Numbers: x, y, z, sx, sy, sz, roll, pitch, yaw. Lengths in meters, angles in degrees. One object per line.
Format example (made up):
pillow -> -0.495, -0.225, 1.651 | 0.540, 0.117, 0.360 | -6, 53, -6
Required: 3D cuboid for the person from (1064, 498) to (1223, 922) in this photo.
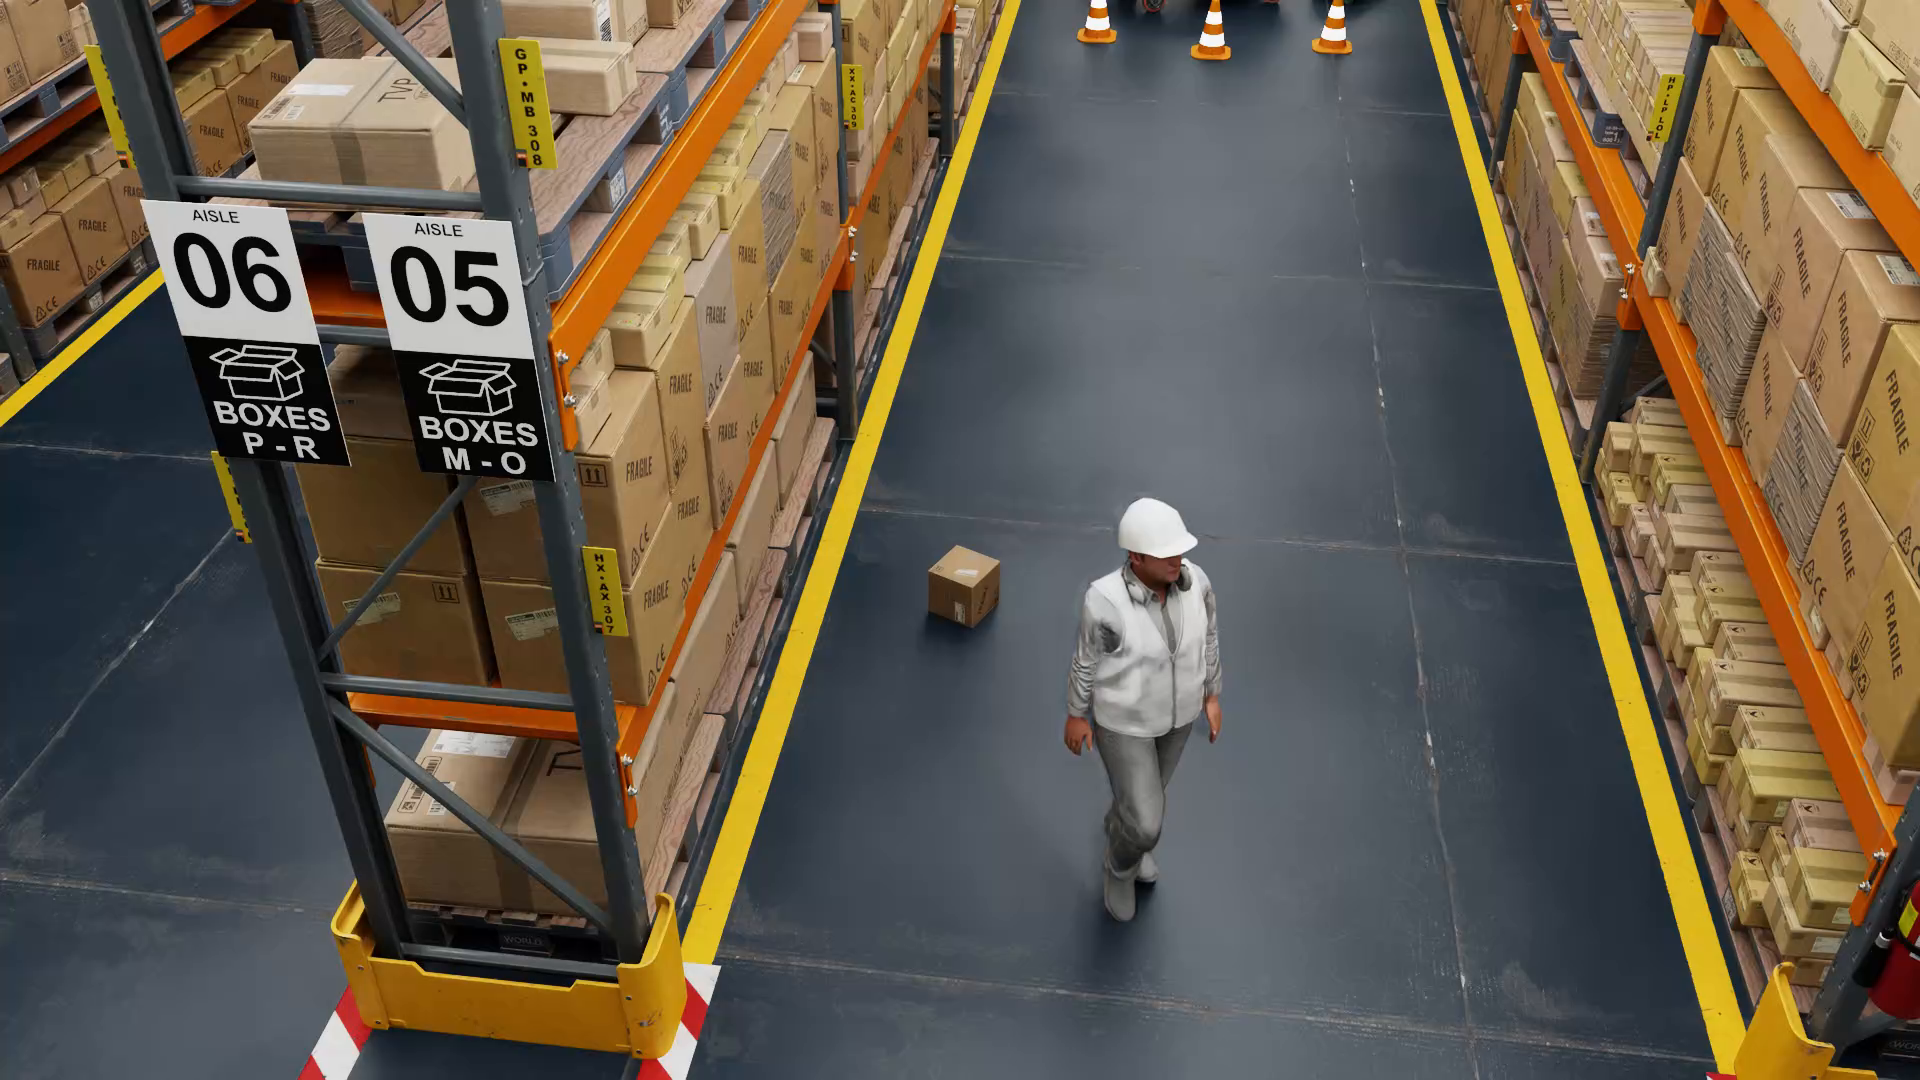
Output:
person -> 0.707, 0.655, 6.109 | 0.576, 1.814, 0.524 | -18, 40, -24
